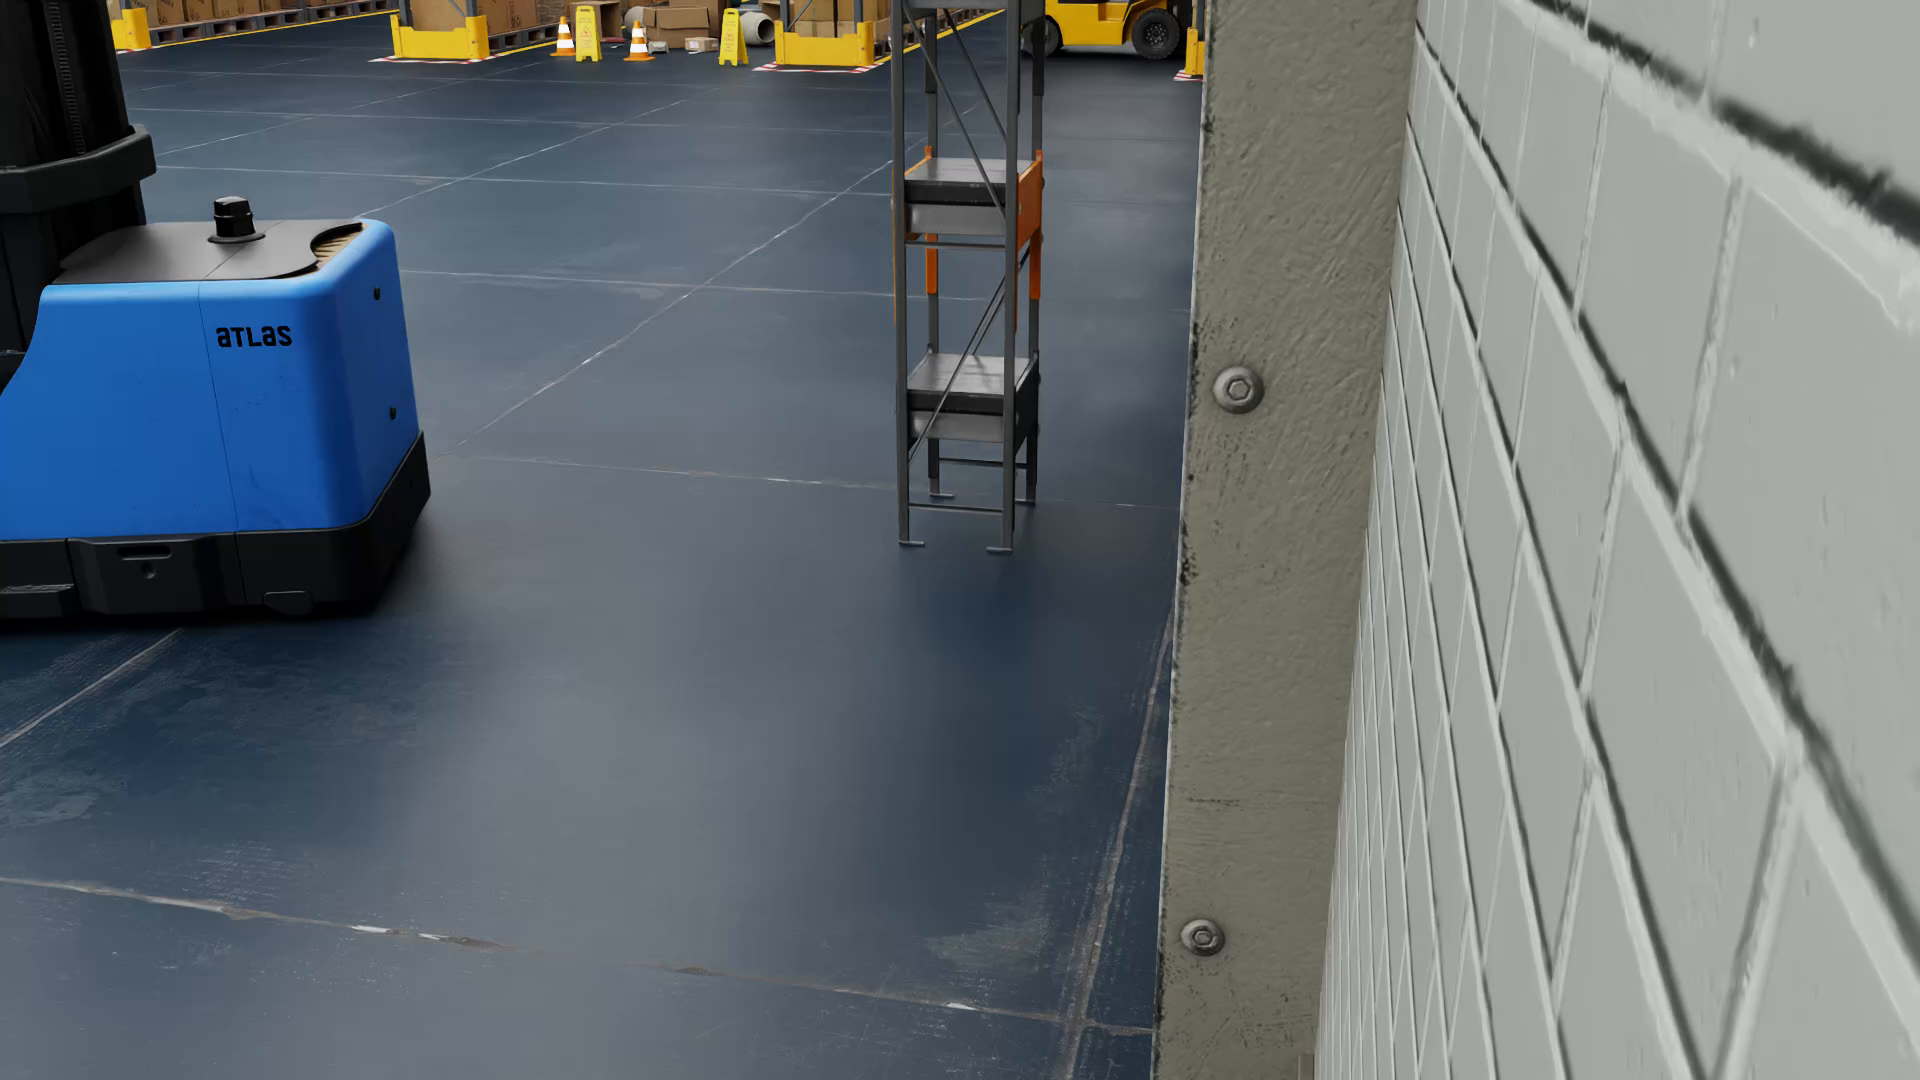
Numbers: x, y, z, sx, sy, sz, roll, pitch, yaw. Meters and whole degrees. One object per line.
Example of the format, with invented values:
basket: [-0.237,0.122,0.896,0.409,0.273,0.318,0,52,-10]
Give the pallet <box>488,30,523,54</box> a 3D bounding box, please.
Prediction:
pallet: [-6.438,-6.502,21.704,1.003,0.211,1.213,4,22,11]

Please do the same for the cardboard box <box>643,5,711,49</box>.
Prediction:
cardboard box: [-3.778,-6.834,22.137,0.797,0.503,0.637,-11,25,-26]

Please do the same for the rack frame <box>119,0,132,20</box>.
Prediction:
rack frame: [-11.359,-7.912,21.472,1.000,3.000,0.127,4,22,11]

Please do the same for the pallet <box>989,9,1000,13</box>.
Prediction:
pallet: [0.209,-9.071,28.084,1.003,0.211,1.213,4,22,11]

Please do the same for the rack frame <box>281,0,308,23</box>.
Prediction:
rack frame: [-10.543,-9.375,25.105,1.000,3.000,0.127,4,22,11]

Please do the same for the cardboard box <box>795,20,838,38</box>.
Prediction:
cardboard box: [-1.751,-6.401,20.838,0.500,0.250,0.500,4,22,11]

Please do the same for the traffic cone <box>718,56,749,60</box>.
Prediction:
traffic cone: [-2.833,-6.235,20.705,0.336,0.463,0.334,4,22,11]

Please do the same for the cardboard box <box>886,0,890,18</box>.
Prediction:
cardboard box: [-1.116,-6.898,21.069,0.500,0.500,0.500,4,22,9]

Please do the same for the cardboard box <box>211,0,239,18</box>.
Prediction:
cardboard box: [-10.823,-7.824,24.037,0.500,0.500,0.500,2,22,6]

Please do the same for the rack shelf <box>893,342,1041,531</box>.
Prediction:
rack shelf: [0.034,-0.373,5.867,0.431,0.518,0.480,4,22,11]

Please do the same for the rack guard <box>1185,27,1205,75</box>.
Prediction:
rack guard: [3.198,-5.611,19.106,1.175,0.500,0.348,4,22,11]

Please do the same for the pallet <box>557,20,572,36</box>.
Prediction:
pallet: [-5.940,-7.394,23.919,1.003,0.211,1.213,4,22,11]

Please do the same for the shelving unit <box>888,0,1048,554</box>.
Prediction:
shelving unit: [0.034,-1.035,5.600,0.431,2.100,0.503,4,22,11]

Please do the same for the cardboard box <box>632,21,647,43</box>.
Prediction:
cardboard box: [-4.256,-6.923,22.675,0.396,0.266,0.258,8,23,20]

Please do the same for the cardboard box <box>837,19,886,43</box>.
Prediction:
cardboard box: [-1.222,-6.350,20.712,0.500,0.250,0.500,4,22,10]

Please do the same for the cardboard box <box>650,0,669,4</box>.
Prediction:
cardboard box: [-5.279,-9.038,26.718,1.050,0.750,0.750,5,22,12]

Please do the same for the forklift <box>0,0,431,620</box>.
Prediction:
forklift: [-3.391,-1.242,5.002,3.031,2.935,1.130,-2,22,-6]

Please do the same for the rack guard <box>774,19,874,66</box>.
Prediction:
rack guard: [-1.642,-6.025,20.132,1.175,0.500,0.348,4,22,11]

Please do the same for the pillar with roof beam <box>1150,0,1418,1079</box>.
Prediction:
pillar with roof beam: [-3.661,-3.493,2.471,9.100,9.000,0.400,4,22,11]

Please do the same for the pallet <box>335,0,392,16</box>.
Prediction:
pallet: [-10.139,-8.814,27.444,1.003,0.211,1.213,4,22,11]

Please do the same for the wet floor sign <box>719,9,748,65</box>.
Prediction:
wet floor sign: [-2.744,-6.077,20.066,0.267,0.644,0.232,13,25,29]

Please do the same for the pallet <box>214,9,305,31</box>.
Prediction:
pallet: [-10.645,-7.833,25.009,1.003,0.211,1.213,4,22,11]

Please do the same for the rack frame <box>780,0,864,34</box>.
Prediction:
rack frame: [-1.658,-7.157,19.597,1.000,3.000,0.127,4,22,11]

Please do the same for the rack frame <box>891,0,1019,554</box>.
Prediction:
rack frame: [-0.016,-0.945,5.379,0.400,2.100,0.015,4,22,11]

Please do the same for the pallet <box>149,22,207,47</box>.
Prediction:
pallet: [-11.143,-6.941,22.793,1.003,0.211,1.213,4,22,11]

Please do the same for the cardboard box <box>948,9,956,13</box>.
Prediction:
cardboard box: [-0.593,-8.050,24.772,0.950,0.372,0.625,6,23,14]

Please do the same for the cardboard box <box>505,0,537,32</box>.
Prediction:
cardboard box: [-6.273,-7.281,22.188,0.875,0.875,0.875,4,22,10]

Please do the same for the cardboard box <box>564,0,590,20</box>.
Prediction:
cardboard box: [-5.905,-7.944,23.835,0.875,0.875,0.875,5,22,12]

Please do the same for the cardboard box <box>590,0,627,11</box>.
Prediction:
cardboard box: [-5.669,-8.345,24.997,1.050,0.750,0.750,4,22,11]

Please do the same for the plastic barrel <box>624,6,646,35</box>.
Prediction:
plastic barrel: [-4.438,-7.233,23.235,0.421,0.421,0.512,-16,27,-35]

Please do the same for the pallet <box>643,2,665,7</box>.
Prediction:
pallet: [-5.377,-8.402,26.421,1.003,0.211,1.213,4,22,11]

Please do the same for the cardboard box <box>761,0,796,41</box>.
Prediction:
cardboard box: [-2.392,-7.173,22.980,0.500,0.500,0.500,-16,27,-35]

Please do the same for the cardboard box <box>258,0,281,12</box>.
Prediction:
cardboard box: [-10.664,-8.267,25.137,0.500,0.500,0.500,4,22,9]

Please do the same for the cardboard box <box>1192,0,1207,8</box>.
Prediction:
cardboard box: [2.991,-6.355,19.386,0.500,0.250,0.500,5,23,13]

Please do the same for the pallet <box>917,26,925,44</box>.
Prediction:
pallet: [-0.944,-7.078,23.133,1.003,0.211,1.213,4,22,11]

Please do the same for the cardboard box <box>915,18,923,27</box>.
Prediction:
cardboard box: [-0.798,-7.107,22.591,0.500,0.250,0.500,4,22,9]

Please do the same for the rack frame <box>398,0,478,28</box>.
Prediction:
rack frame: [-6.524,-7.497,20.442,1.000,3.000,0.127,4,22,11]

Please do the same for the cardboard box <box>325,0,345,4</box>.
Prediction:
cardboard box: [-10.281,-8.815,26.472,0.700,0.500,0.500,4,22,11]

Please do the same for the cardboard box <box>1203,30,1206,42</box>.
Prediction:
cardboard box: [2.989,-5.895,19.582,0.500,0.250,0.500,5,22,11]

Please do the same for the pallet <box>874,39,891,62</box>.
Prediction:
pallet: [-1.442,-6.185,20.917,1.003,0.211,1.213,4,22,11]

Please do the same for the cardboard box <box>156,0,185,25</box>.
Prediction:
cardboard box: [-11.127,-7.396,22.974,0.500,0.500,0.500,11,24,25]

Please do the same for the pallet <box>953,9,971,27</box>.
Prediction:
pallet: [-0.437,-8.058,25.568,1.003,0.211,1.213,4,22,11]

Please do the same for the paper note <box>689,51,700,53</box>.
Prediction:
paper note: [-3.413,-6.277,21.386,0.148,0.019,0.142,-3,22,-8]

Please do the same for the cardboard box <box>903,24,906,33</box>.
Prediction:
cardboard box: [-1.012,-6.736,21.672,0.500,0.250,0.500,6,23,15]

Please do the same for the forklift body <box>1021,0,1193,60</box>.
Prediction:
forklift body: [1.803,-7.218,20.886,2.313,2.155,1.214,4,22,11]

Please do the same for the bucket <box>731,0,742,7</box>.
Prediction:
bucket: [-3.479,-7.921,23.842,0.726,0.611,0.620,13,15,29]
